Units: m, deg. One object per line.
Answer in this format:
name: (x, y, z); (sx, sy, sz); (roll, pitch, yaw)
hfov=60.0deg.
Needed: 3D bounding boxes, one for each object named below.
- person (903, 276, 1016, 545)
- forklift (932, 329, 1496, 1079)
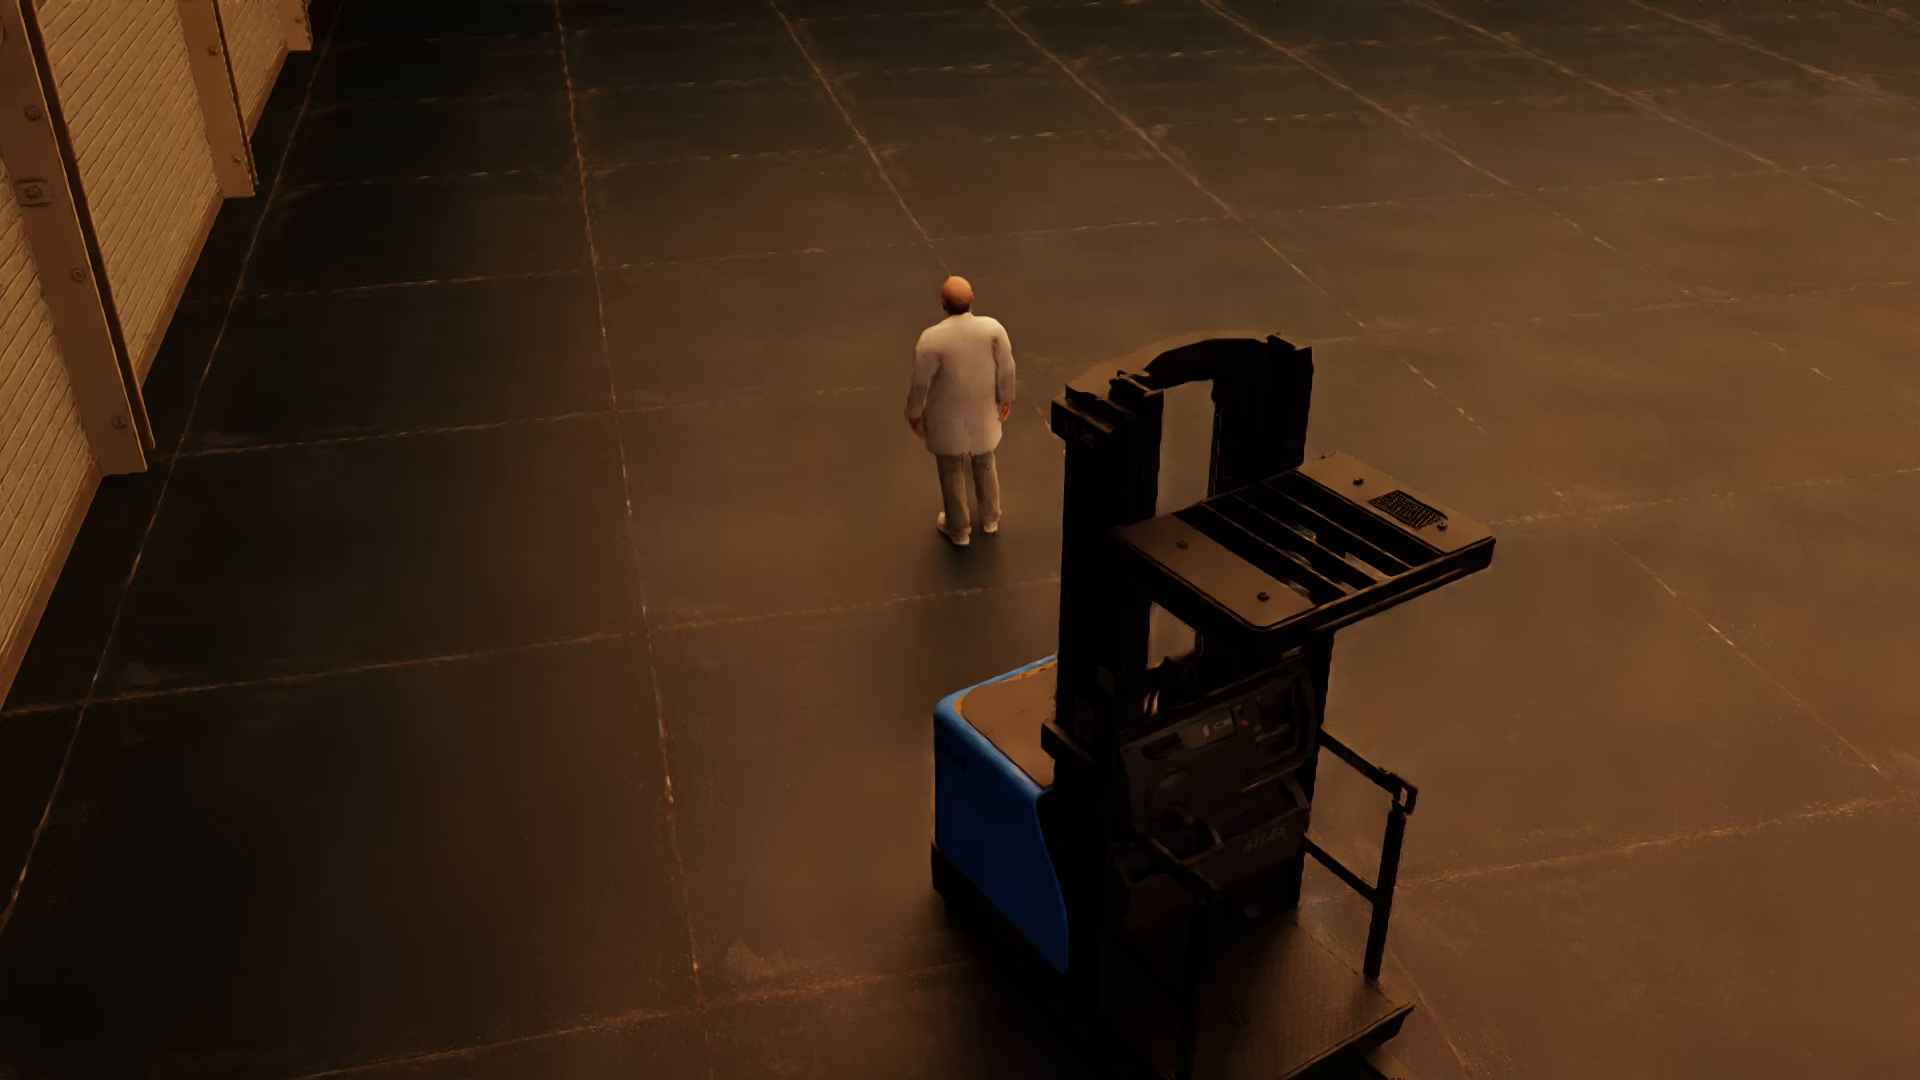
person: (-0.017, -0.821, 10.128); (0.694, 1.776, 0.579); (-7, 31, -12)
forklift: (1.105, 0.832, 6.138); (1.130, 2.935, 3.031); (-18, 35, -29)
